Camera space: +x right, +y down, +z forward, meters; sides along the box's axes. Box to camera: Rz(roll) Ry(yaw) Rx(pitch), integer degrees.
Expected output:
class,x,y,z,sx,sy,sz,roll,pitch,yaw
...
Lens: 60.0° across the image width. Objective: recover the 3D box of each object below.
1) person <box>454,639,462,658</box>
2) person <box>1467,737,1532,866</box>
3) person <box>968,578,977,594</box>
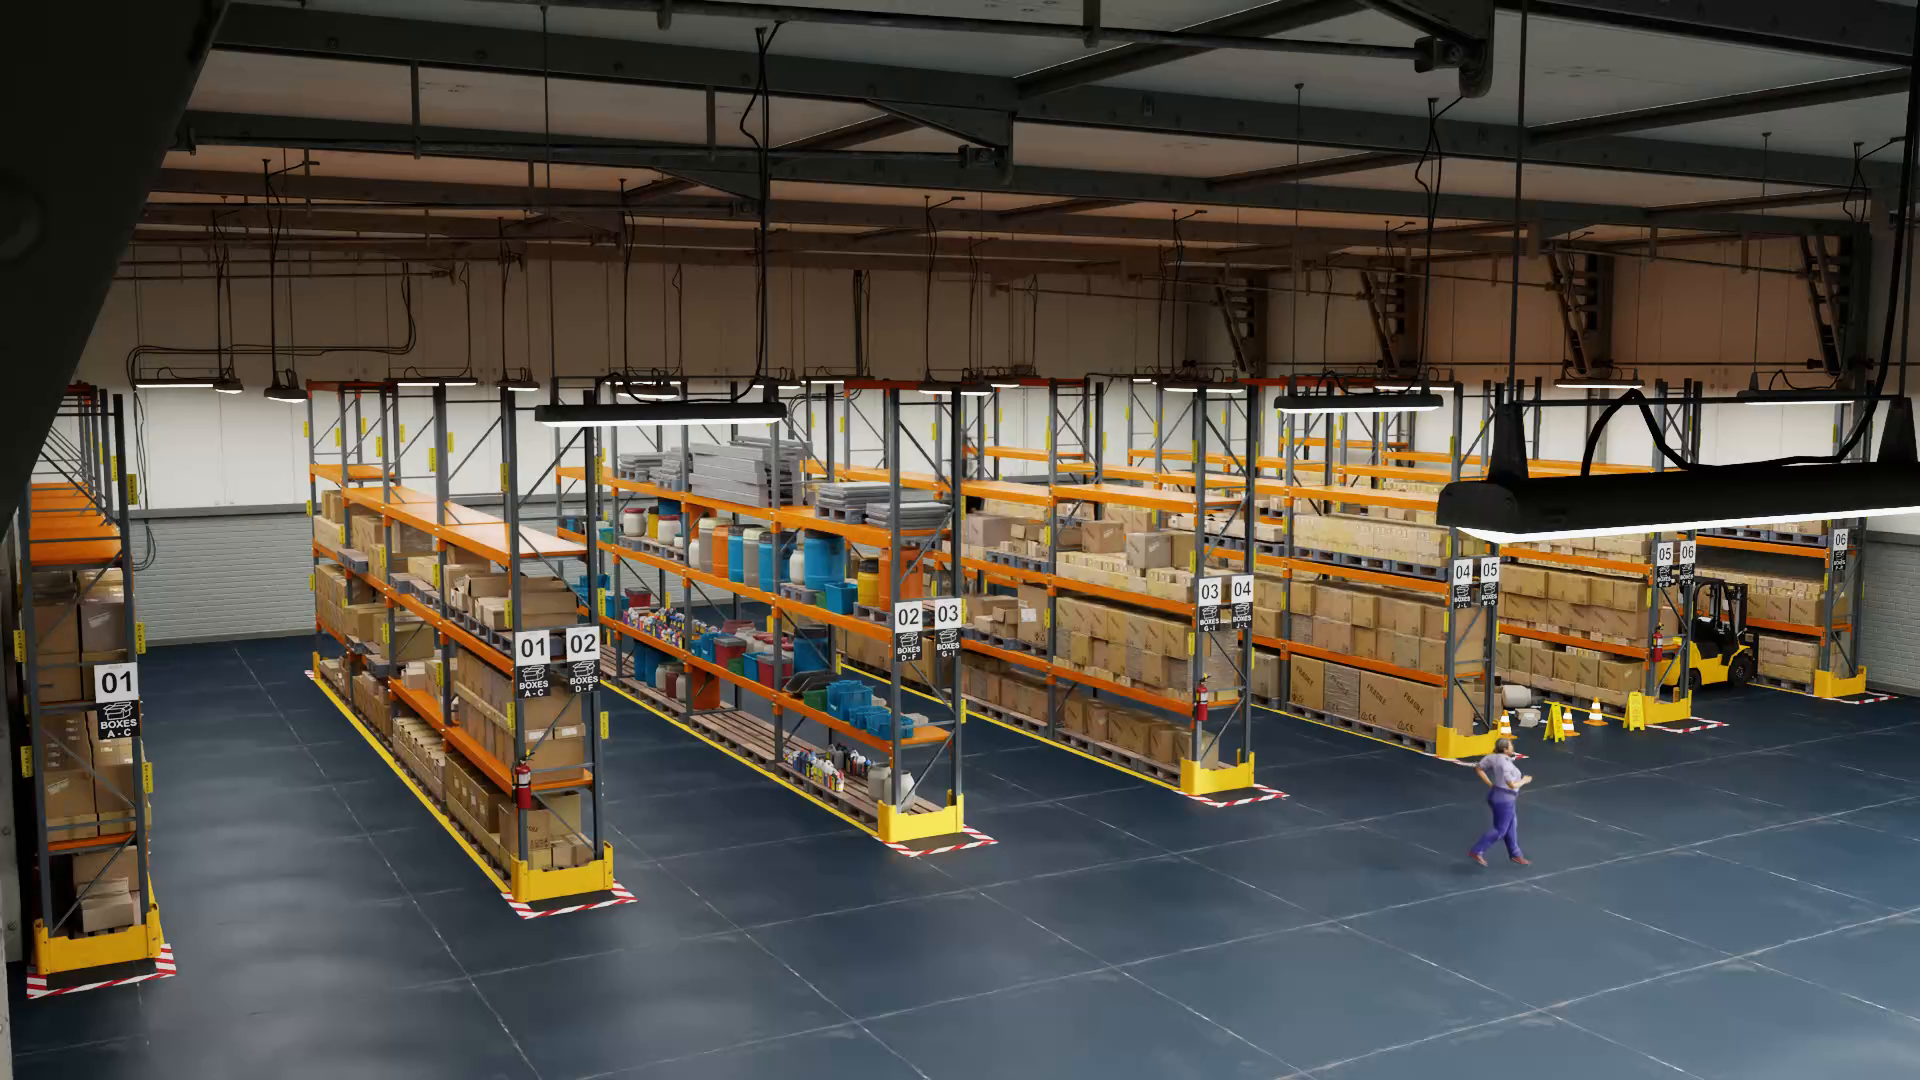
class,x,y,z,sx,sy,sz,roll,pitch,yaw
person,-10.057,2.014,33.157,0.569,1.626,0.573,-4,7,-35
person,6.773,3.287,20.783,0.876,1.669,0.598,0,6,-3
person,0.503,1.012,42.047,0.809,1.695,0.666,-4,7,-34
